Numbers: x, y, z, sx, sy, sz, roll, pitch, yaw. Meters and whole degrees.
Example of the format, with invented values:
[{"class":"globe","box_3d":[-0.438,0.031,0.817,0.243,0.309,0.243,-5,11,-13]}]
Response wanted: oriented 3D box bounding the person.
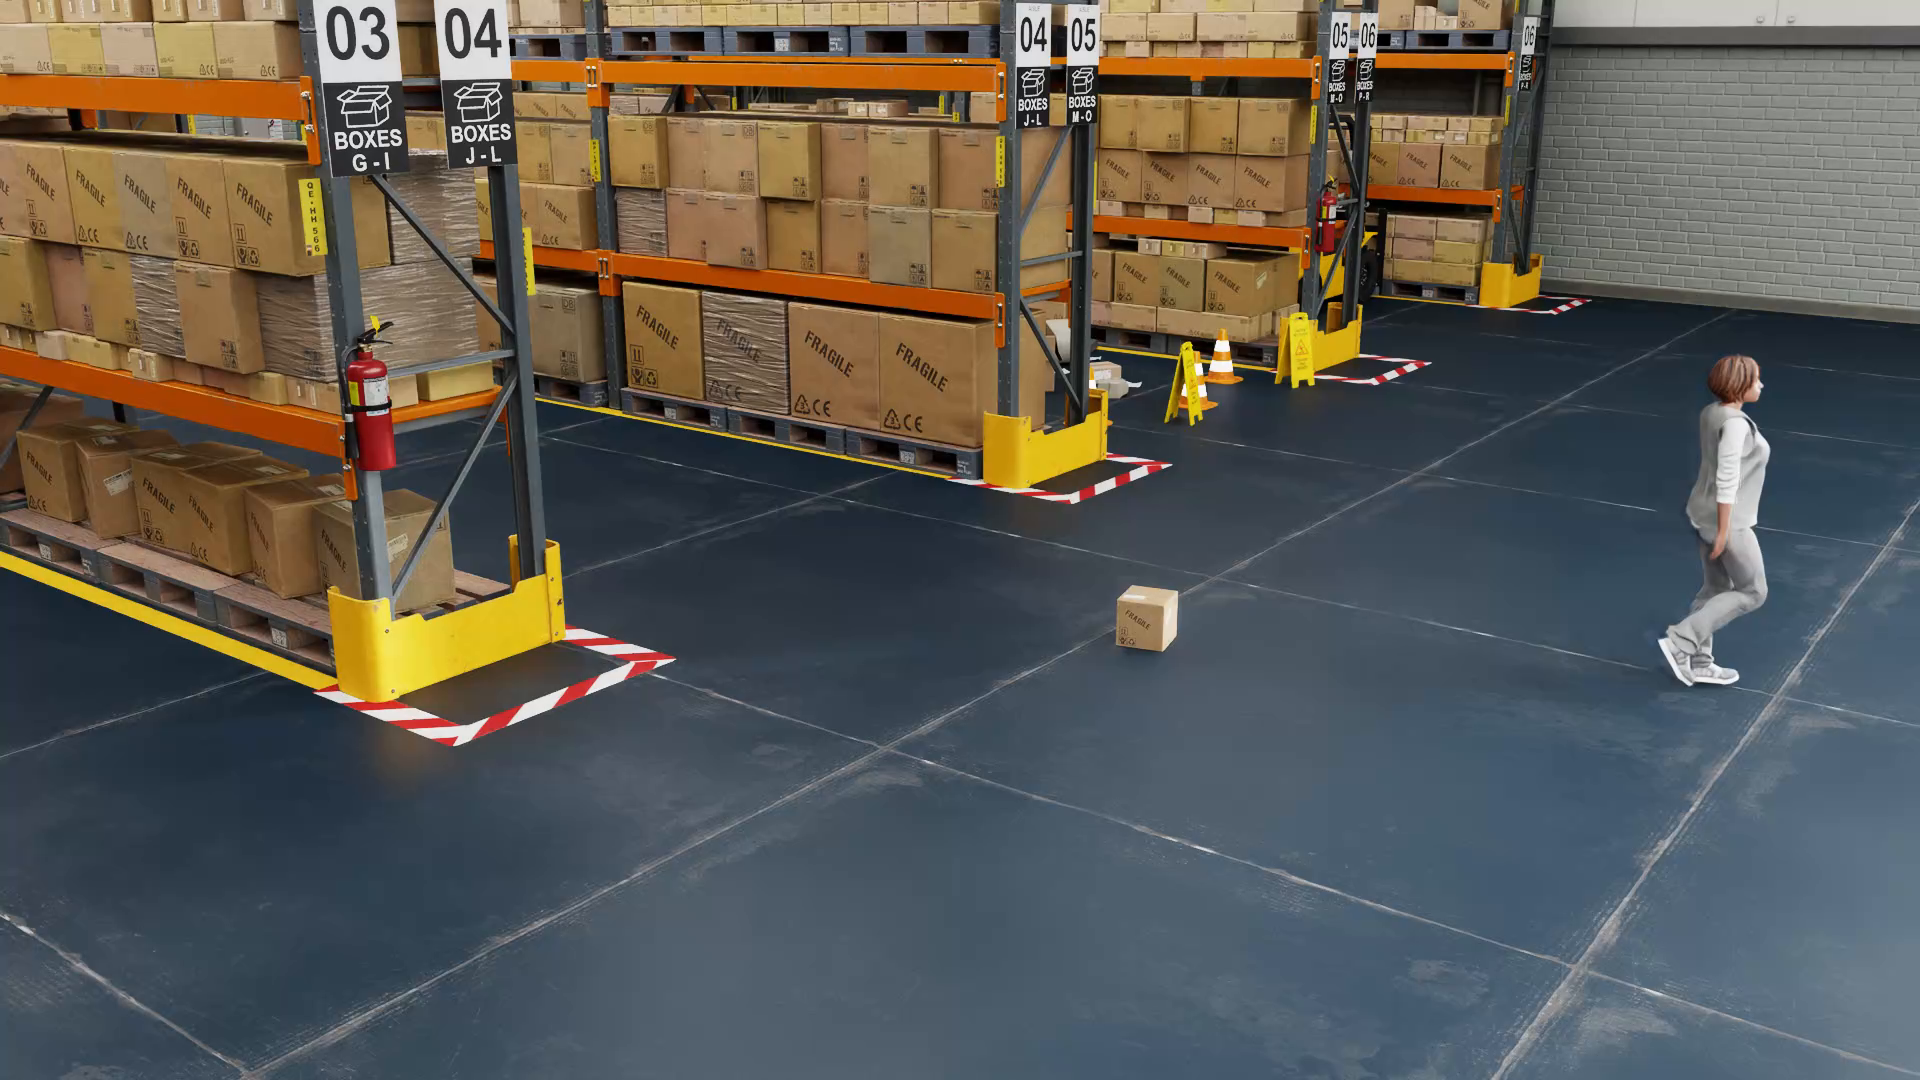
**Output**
[{"class":"person","box_3d":[3.526,-0.075,7.732,0.441,1.590,0.412,2,17,8]}]
